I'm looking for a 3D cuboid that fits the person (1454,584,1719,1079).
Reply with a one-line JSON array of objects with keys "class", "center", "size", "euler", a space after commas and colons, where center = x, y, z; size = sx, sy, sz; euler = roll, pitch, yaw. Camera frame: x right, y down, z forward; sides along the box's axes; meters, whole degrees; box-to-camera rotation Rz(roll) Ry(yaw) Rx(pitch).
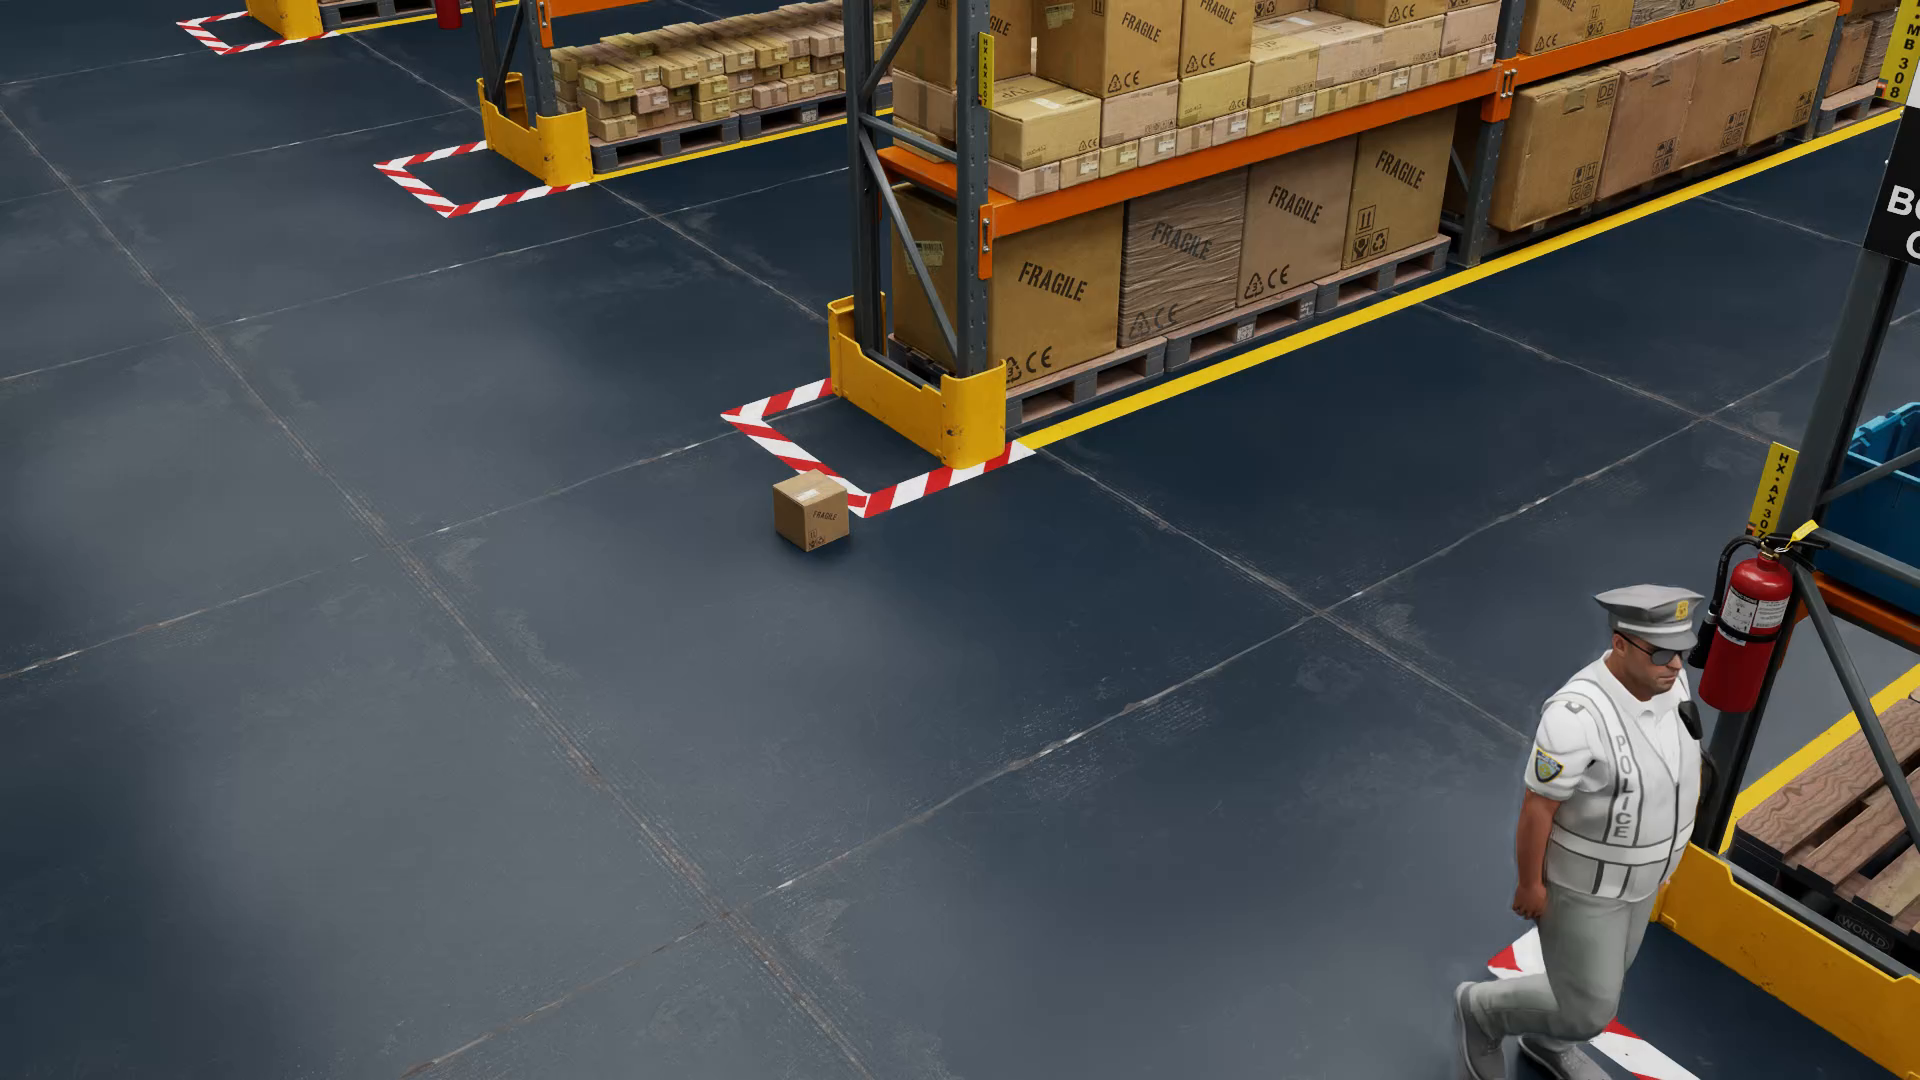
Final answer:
[{"class": "person", "center": [1.782, 0.886, 4.659], "size": [0.534, 1.780, 0.487], "euler": [-22, 38, -30]}]
